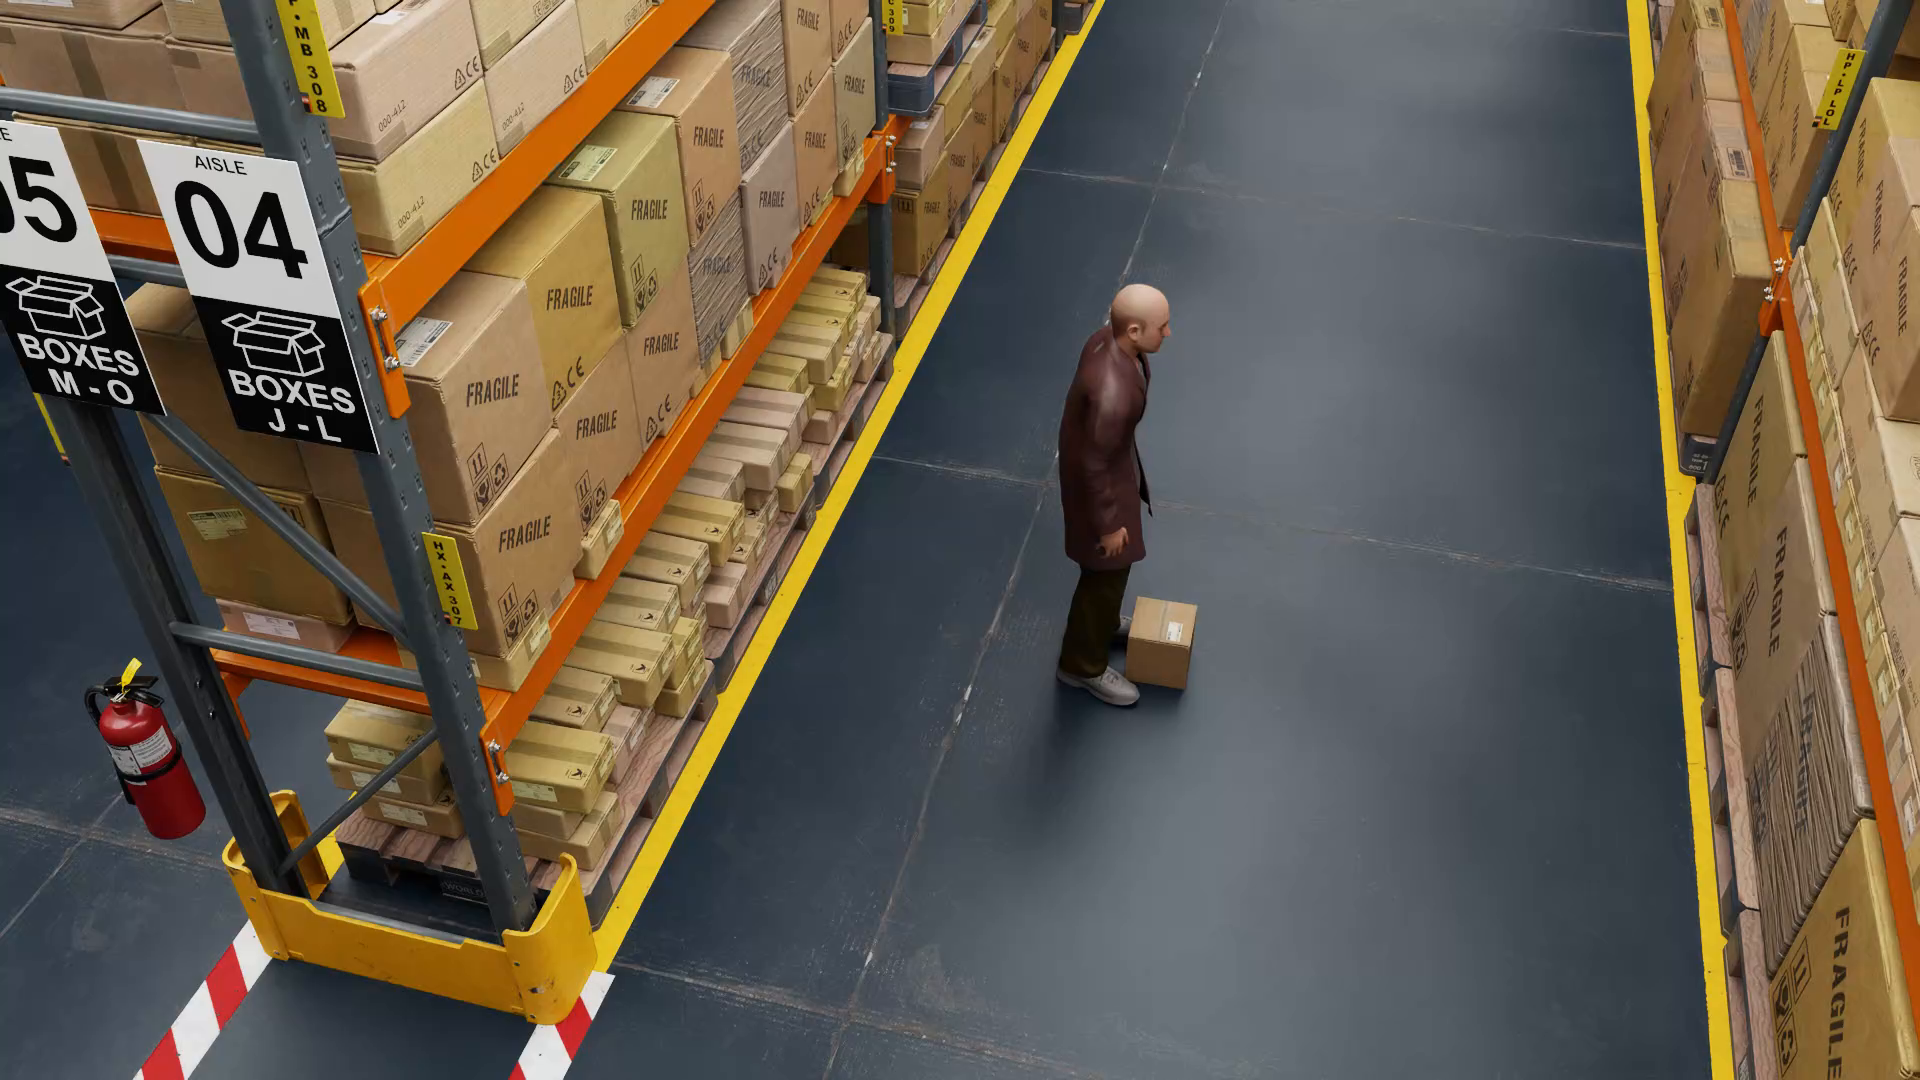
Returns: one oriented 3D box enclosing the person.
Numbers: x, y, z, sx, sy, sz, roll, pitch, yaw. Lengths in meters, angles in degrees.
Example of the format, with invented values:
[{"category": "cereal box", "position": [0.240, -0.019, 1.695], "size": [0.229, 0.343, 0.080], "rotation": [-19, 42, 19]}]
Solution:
[{"category": "person", "position": [0.586, -0.204, 6.409], "size": [0.429, 1.772, 0.649], "rotation": [7, 41, 9]}]
